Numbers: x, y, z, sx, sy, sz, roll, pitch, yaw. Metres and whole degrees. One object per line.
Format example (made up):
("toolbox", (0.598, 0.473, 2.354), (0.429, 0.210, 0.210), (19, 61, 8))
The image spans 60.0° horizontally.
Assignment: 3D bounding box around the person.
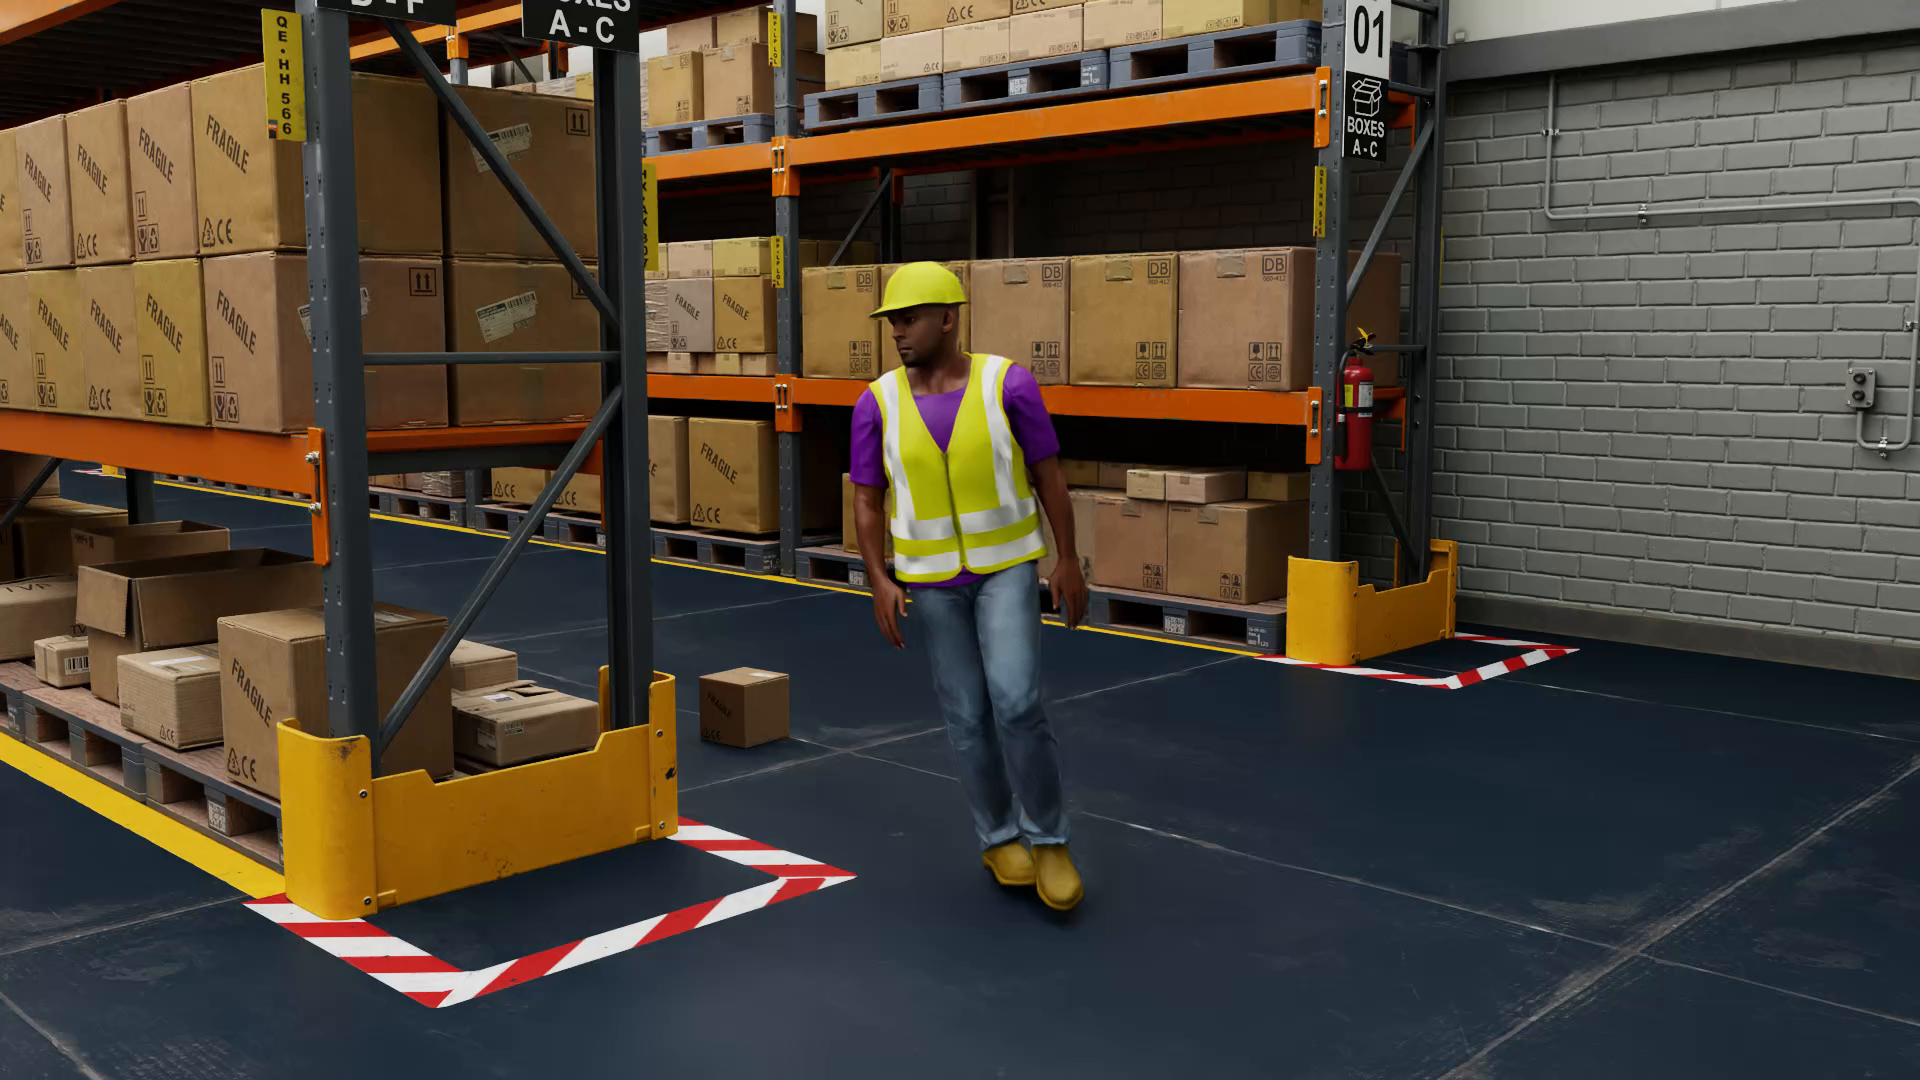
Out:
("person", (0.020, 0.110, 4.624), (0.671, 1.751, 0.485), (1, 7, 6))
